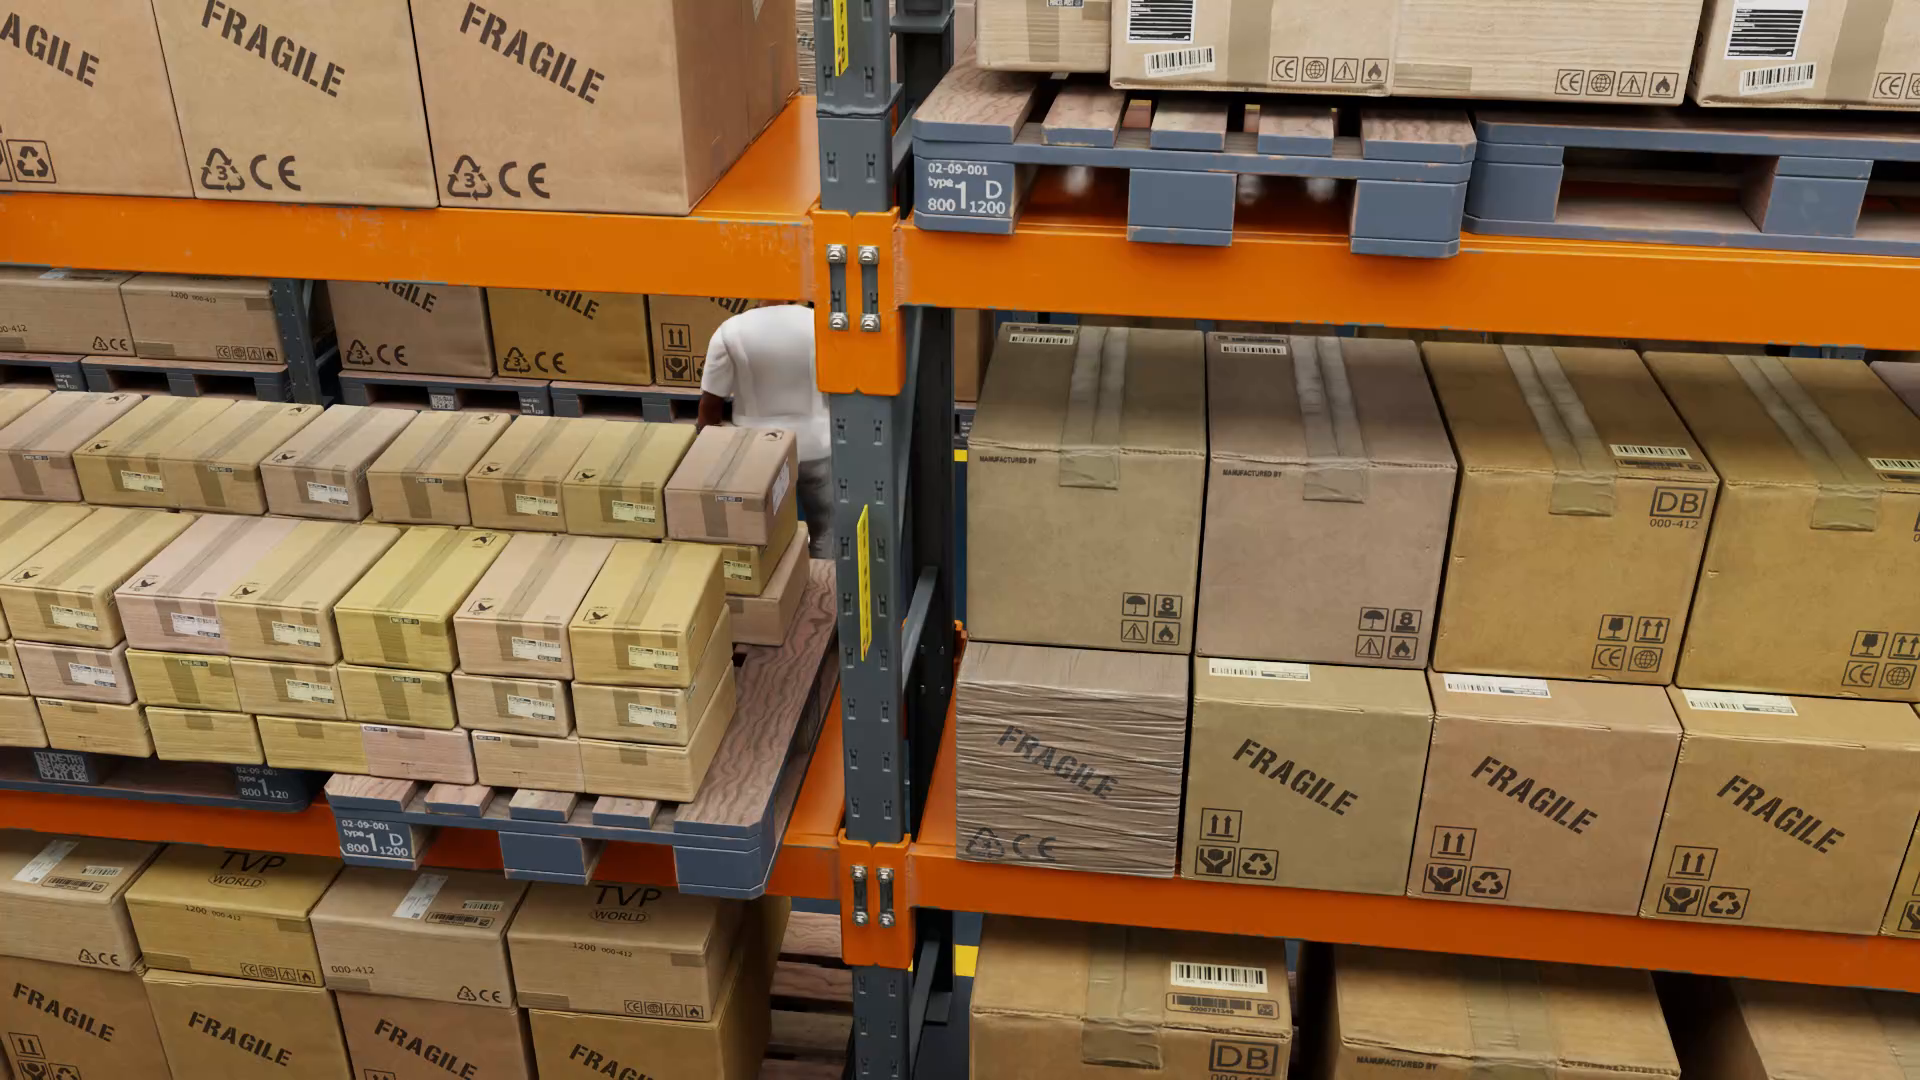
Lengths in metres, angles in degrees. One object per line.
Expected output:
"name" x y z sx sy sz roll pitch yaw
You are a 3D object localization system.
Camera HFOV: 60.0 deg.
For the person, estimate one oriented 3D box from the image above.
"person" -0.731 -0.350 6.758 0.678 1.793 0.378 -7 29 -12
